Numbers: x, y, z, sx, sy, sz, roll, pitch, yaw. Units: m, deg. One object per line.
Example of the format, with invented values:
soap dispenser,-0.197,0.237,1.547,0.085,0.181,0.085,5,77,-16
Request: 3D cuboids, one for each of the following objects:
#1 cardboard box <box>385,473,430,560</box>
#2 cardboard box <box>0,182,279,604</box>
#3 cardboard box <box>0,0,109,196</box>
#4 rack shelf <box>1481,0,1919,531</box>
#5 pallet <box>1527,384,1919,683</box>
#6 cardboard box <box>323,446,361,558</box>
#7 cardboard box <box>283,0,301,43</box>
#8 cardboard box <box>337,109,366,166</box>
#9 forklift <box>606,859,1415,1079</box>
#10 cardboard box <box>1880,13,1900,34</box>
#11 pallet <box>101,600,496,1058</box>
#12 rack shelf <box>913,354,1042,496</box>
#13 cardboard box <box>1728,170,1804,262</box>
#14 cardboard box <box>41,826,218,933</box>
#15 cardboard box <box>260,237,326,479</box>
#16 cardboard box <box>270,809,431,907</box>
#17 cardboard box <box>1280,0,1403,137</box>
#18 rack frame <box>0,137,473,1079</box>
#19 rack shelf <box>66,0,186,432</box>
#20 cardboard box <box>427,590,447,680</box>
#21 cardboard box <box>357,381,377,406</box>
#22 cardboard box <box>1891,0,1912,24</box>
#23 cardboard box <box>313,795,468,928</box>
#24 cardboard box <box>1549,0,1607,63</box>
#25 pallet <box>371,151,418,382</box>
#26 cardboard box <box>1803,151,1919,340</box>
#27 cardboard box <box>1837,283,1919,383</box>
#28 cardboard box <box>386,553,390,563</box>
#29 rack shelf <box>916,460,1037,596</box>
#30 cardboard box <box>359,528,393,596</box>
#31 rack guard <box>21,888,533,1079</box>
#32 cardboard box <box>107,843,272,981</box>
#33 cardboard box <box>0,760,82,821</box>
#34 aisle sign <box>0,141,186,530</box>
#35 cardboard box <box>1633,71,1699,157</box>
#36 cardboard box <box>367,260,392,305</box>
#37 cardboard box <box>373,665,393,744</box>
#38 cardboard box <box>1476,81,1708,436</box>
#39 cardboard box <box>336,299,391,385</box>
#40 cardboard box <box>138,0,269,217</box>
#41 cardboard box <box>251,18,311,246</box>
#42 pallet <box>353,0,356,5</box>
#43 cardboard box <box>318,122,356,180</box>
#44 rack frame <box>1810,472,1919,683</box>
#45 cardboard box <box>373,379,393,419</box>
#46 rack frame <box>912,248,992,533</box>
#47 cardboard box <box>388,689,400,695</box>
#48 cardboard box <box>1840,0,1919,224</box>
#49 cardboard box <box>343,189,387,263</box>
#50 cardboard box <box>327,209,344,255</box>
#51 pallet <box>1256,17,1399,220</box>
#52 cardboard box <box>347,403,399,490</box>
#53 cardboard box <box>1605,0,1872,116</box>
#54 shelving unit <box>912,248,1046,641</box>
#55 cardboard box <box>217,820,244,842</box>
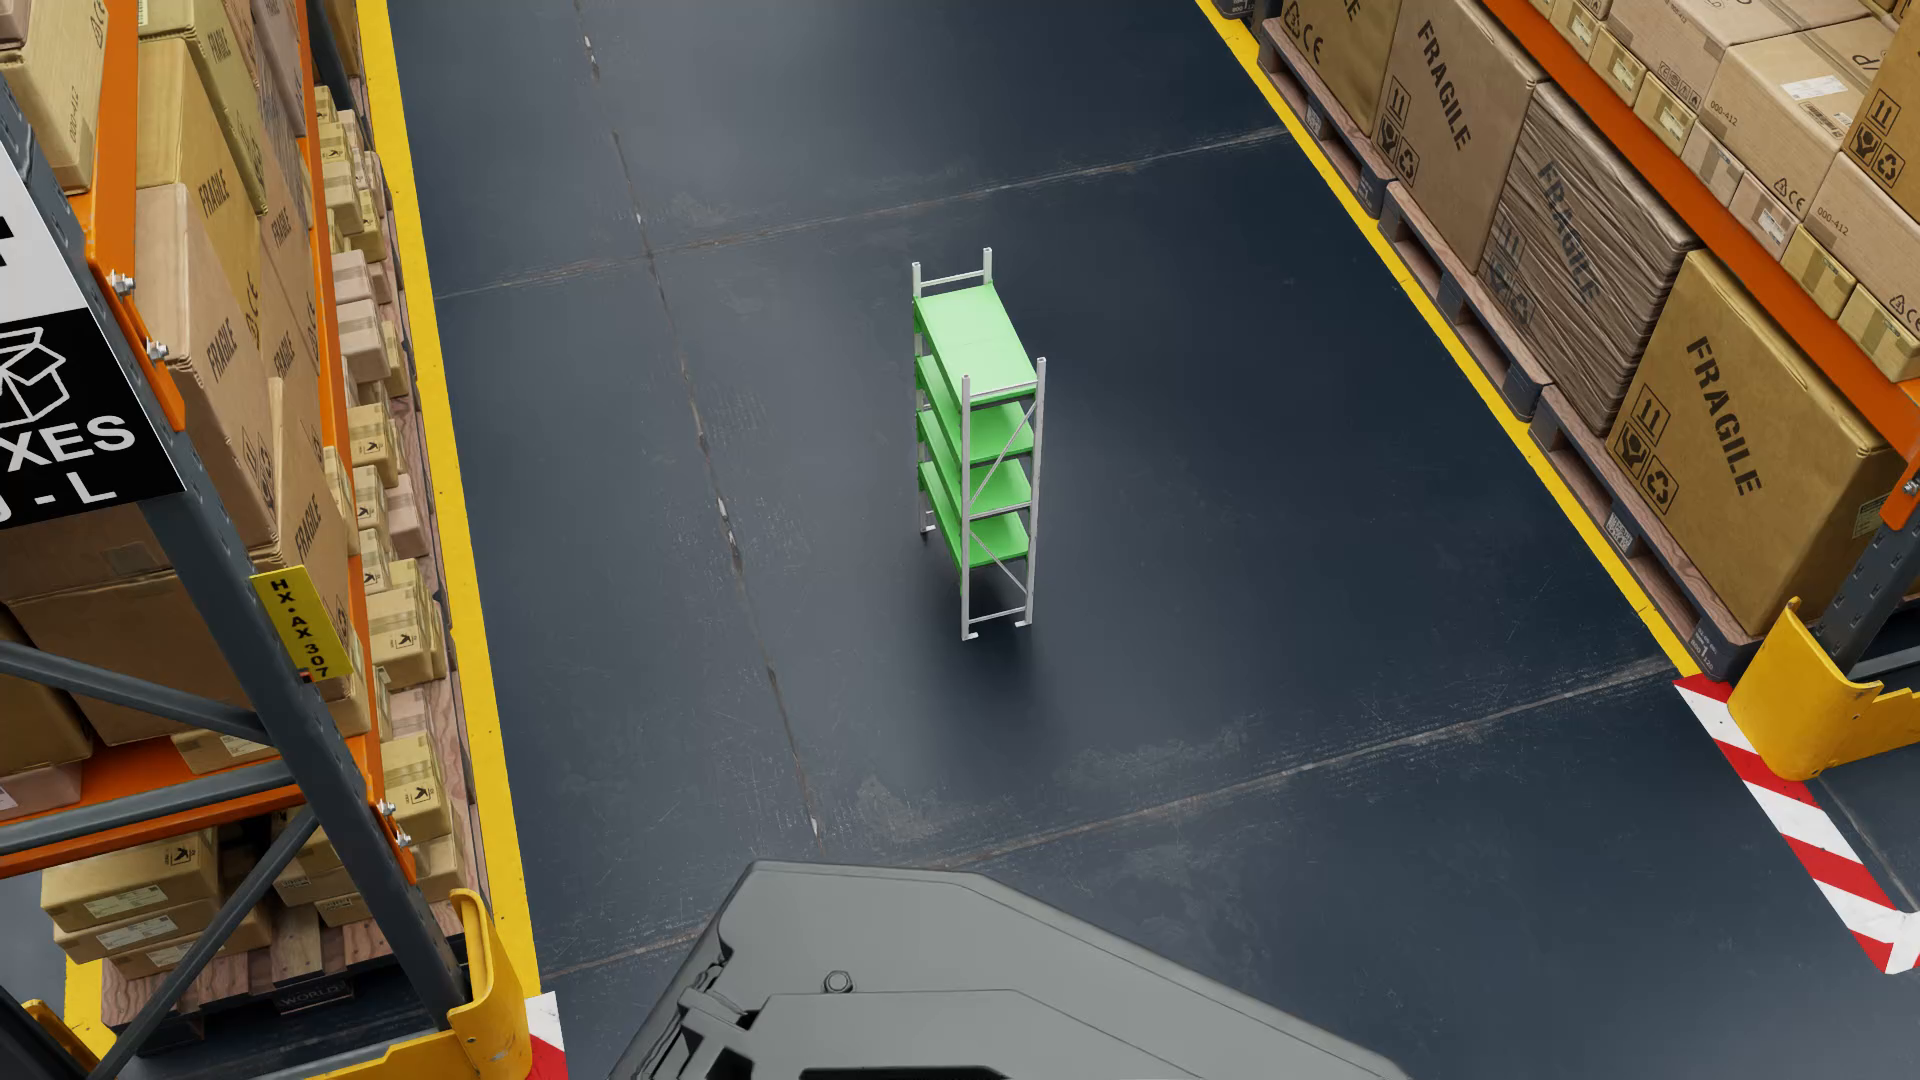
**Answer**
cardboard box,-1.951,-0.039,5.411,0.380,0.149,0.250,-16,52,-13
cardboard box,-1.618,-0.275,3.106,0.500,0.500,0.500,-14,51,-11
cardboard box,-1.627,-0.741,2.549,0.500,0.250,0.500,-12,51,-10
rack shelf,2.438,-1.713,5.703,1.077,0.370,4.000,-13,51,-11
pallet,2.718,-0.152,5.740,1.003,0.211,1.213,-13,51,-11
cardboard box,-1.665,-0.052,3.996,0.380,0.149,0.250,-15,51,-12
cardboard box,-2.356,-1.817,5.060,0.500,0.500,0.500,-15,51,-12
cardboard box,-2.525,-1.512,6.458,0.380,0.149,0.250,-12,51,-10
forklift,-0.146,1.854,2.270,1.130,2.935,3.031,21,53,17
cardboard box,2.985,-1.322,4.806,0.500,0.250,0.500,-14,51,-11
pallet,-1.968,0.805,4.933,1.003,0.211,1.213,-13,51,-11
rack shelf,0.049,-0.379,5.055,0.258,0.148,0.480,-13,51,-11
cardboard box,2.457,-0.963,4.764,0.380,0.149,0.250,-13,51,-11
cardboard box,-2.137,0.826,4.293,0.380,0.149,0.250,-13,51,-11
cardboard box,-1.790,-0.340,3.815,0.500,0.500,0.500,-13,51,-11
cardboard box,-1.648,0.810,4.500,0.380,0.149,0.250,-11,51,-9
cardboard box,1.965,-2.356,6.889,0.875,0.875,0.875,-13,51,-11
rack frame,-1.739,0.563,3.313,1.000,3.000,0.127,-13,51,-11
rack shelf,-2.330,-1.632,3.673,1.077,0.370,4.000,-13,51,-11
cardboard box,-1.794,0.328,5.102,0.380,0.149,0.250,-13,51,-11
cardboard box,-2.202,-0.539,5.637,0.380,0.149,0.250,-16,52,-13
cardboard box,2.997,-1.550,4.508,0.500,0.500,0.500,-14,51,-12
cardboard box,-1.588,0.892,4.626,0.380,0.149,0.250,-12,51,-10
cardboard box,2.158,-1.706,5.390,0.380,0.149,0.250,-12,51,-10
pallet,-2.689,-0.977,6.435,1.003,0.211,1.213,-13,51,-11
cardboard box,2.632,-0.826,4.388,0.500,0.250,0.500,-14,51,-12
cardboard box,2.609,-0.589,4.449,0.380,0.149,0.250,-12,51,-10
cardboard box,-1.974,0.054,5.138,0.380,0.149,0.250,-16,52,-13
rack shelf,0.049,-0.070,5.422,0.258,0.148,0.480,-13,51,-11
cardboard box,-1.870,0.146,4.866,0.380,0.149,0.250,-16,52,-13
rack guard,-1.761,1.313,4.316,1.175,0.500,0.348,-13,51,-11
cardboard box,-2.094,1.010,4.527,0.380,0.149,0.250,-13,51,-10
cardboard box,-2.105,0.470,3.556,0.380,0.149,0.250,-13,51,-11
aisle sign,-1.431,-0.289,2.332,0.394,0.787,0.004,-13,51,-11
cardboard box,2.306,-1.335,5.078,0.380,0.149,0.250,-14,51,-12
cardboard box,-2.343,-0.978,6.203,0.380,0.149,0.250,-15,51,-12
cardboard box,-1.766,0.521,4.549,0.380,0.149,0.250,-12,51,-10
cardboard box,2.495,-1.049,5.787,0.875,0.875,0.875,-13,51,-11
cardboard box,-2.112,-0.629,5.520,0.380,0.149,0.250,-15,51,-12
cardboard box,-1.906,-1.027,3.740,0.500,0.500,0.500,-14,51,-12
cardboard box,-2.080,-1.072,4.432,0.500,0.500,0.500,-15,51,-12
pallet,-3.518,-2.920,8.074,1.003,0.211,1.213,-13,51,-11
cardboard box,-2.454,-1.388,6.159,0.380,0.149,0.250,-13,51,-11
rack frame,3.029,-0.484,4.196,1.000,3.000,0.127,-13,51,-11
cardboard box,-2.161,-0.404,5.718,0.380,0.149,0.250,-12,51,-10
rack frame,-0.023,-0.444,5.340,0.240,1.200,0.015,-13,51,-11
cardboard box,-1.832,0.439,4.814,0.380,0.149,0.250,-13,51,-11
cardboard box,2.634,-1.070,4.103,0.500,0.500,0.500,-13,51,-11
cardboard box,-2.337,-1.126,6.133,0.380,0.149,0.250,-15,51,-12
cardboard box,-2.372,-1.000,5.832,0.380,0.149,0.250,-12,51,-10
pallet,1.997,-1.934,7.242,1.003,0.211,1.213,-13,51,-11
cardboard box,-1.977,-0.261,5.209,0.380,0.149,0.250,-13,51,-10
cardboard box,2.332,-1.568,5.014,0.500,0.250,0.500,-15,51,-12
shelving unit,0.049,-0.266,5.189,0.258,1.200,0.503,-13,51,-11
cardboard box,-2.193,0.727,4.571,0.380,0.149,0.250,-14,51,-12
